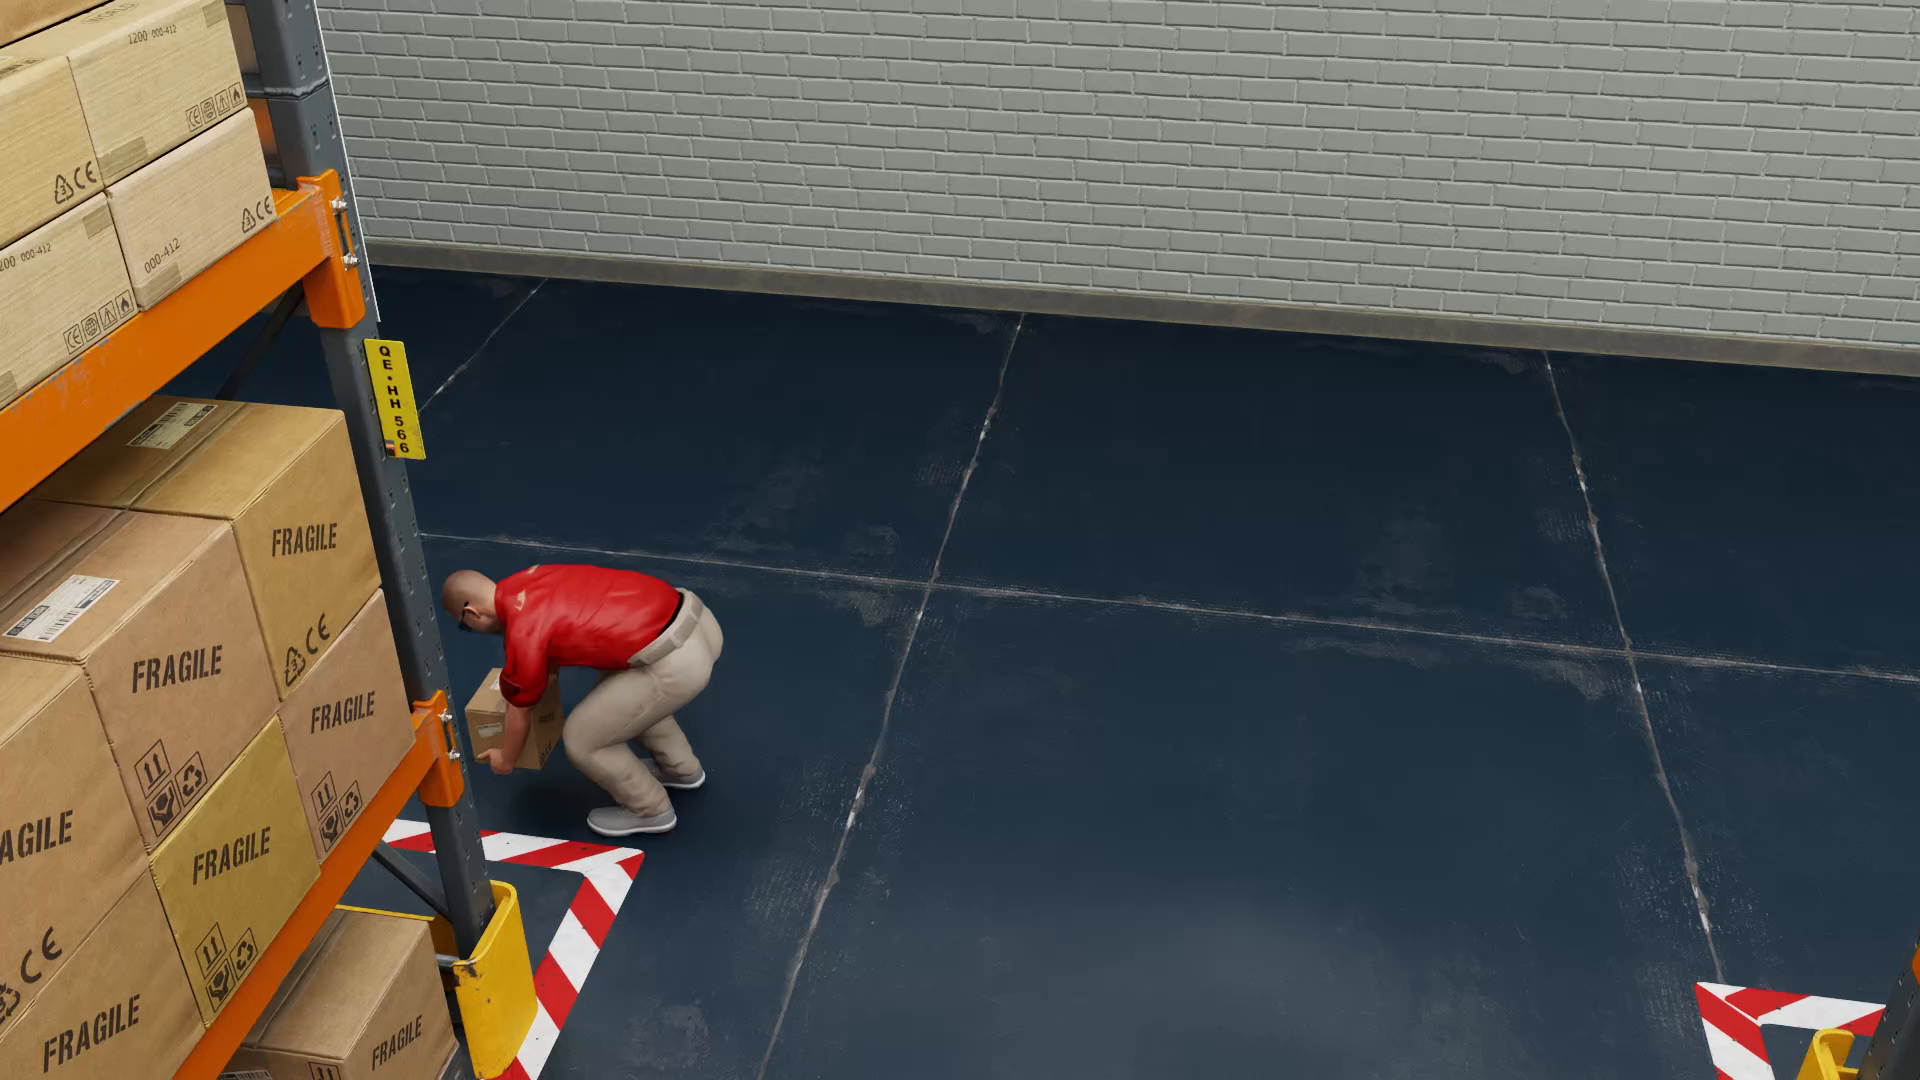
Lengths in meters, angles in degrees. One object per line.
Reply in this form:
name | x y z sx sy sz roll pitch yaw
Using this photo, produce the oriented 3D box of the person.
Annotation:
person | -1.314 0.516 5.930 0.943 0.950 0.524 3 32 4
